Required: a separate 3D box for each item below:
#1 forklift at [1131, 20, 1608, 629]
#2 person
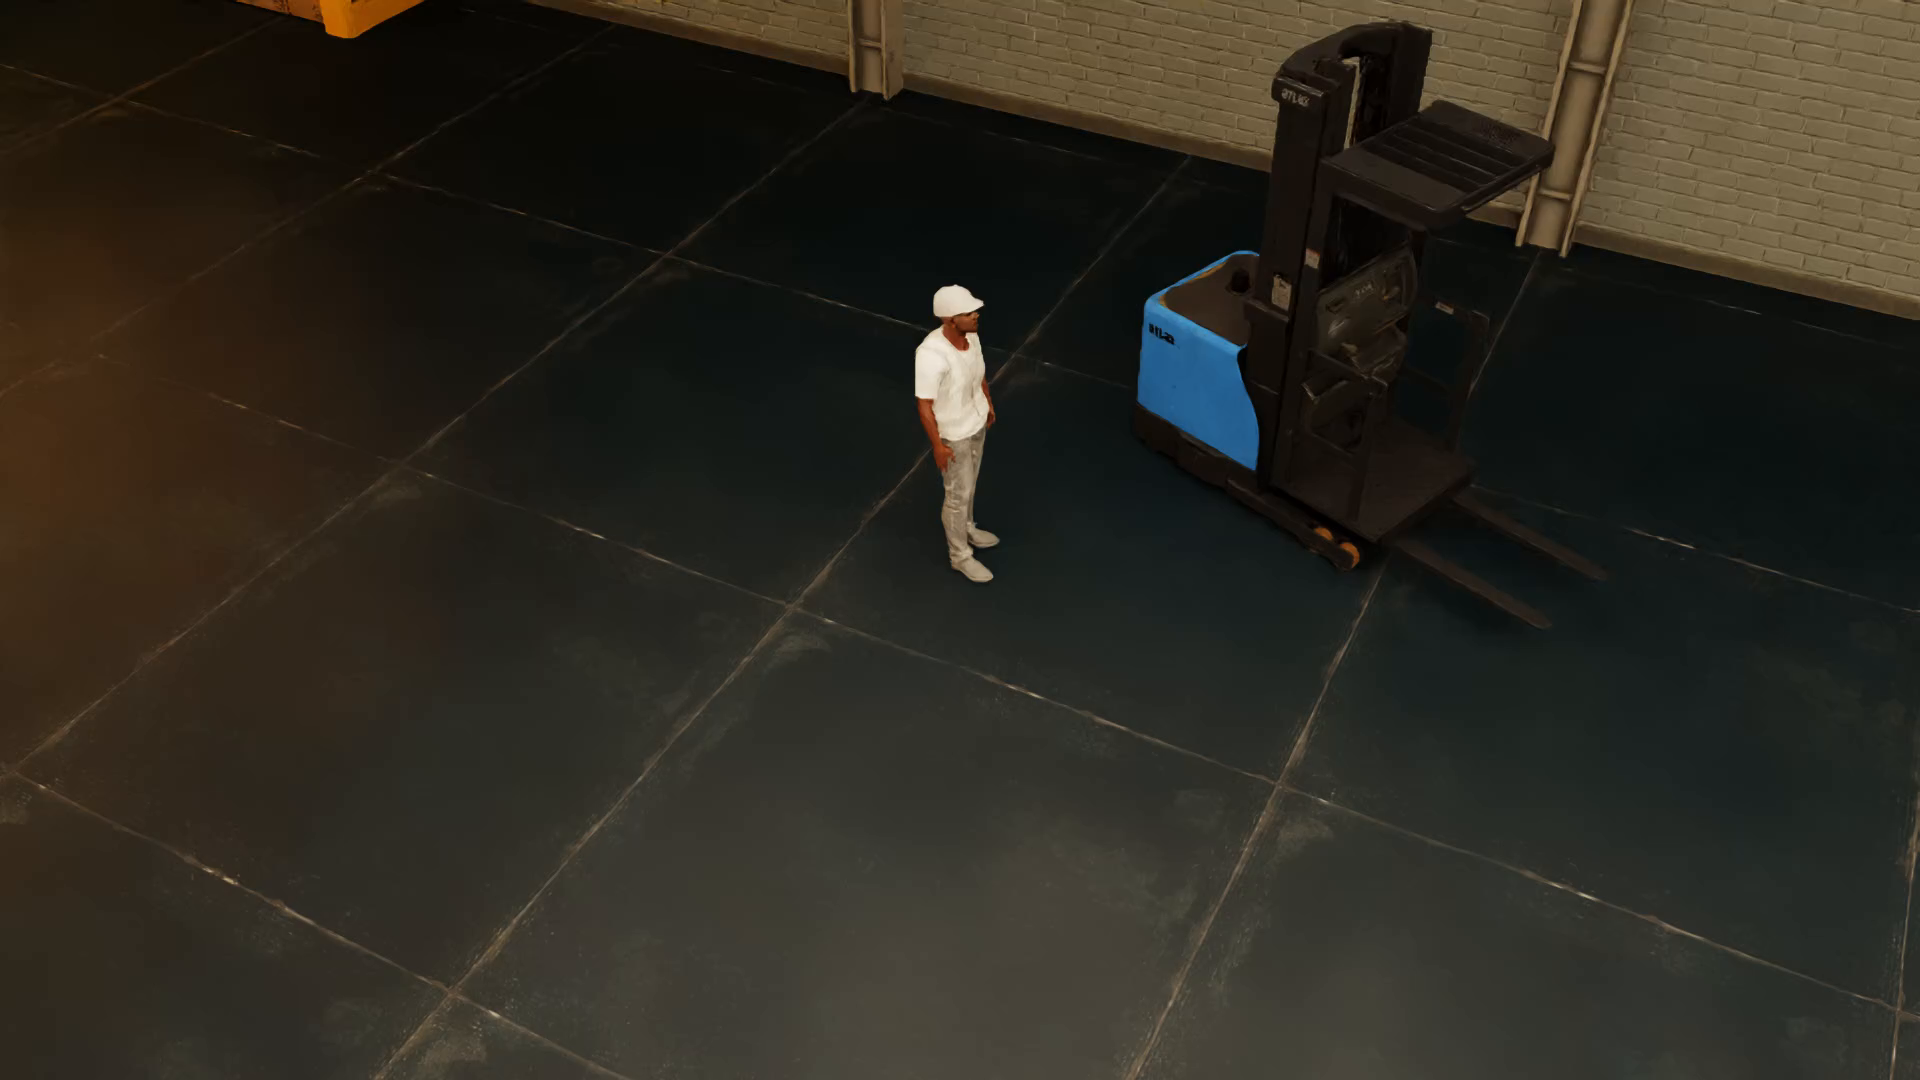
[{"bbox_3d":[2.504,-1.315,9.547,1.130,2.935,3.031,-31,49,-31],"label":"forklift"},{"bbox_3d":[0.059,-0.657,9.660,0.576,1.766,0.665,18,43,21],"label":"person"}]
